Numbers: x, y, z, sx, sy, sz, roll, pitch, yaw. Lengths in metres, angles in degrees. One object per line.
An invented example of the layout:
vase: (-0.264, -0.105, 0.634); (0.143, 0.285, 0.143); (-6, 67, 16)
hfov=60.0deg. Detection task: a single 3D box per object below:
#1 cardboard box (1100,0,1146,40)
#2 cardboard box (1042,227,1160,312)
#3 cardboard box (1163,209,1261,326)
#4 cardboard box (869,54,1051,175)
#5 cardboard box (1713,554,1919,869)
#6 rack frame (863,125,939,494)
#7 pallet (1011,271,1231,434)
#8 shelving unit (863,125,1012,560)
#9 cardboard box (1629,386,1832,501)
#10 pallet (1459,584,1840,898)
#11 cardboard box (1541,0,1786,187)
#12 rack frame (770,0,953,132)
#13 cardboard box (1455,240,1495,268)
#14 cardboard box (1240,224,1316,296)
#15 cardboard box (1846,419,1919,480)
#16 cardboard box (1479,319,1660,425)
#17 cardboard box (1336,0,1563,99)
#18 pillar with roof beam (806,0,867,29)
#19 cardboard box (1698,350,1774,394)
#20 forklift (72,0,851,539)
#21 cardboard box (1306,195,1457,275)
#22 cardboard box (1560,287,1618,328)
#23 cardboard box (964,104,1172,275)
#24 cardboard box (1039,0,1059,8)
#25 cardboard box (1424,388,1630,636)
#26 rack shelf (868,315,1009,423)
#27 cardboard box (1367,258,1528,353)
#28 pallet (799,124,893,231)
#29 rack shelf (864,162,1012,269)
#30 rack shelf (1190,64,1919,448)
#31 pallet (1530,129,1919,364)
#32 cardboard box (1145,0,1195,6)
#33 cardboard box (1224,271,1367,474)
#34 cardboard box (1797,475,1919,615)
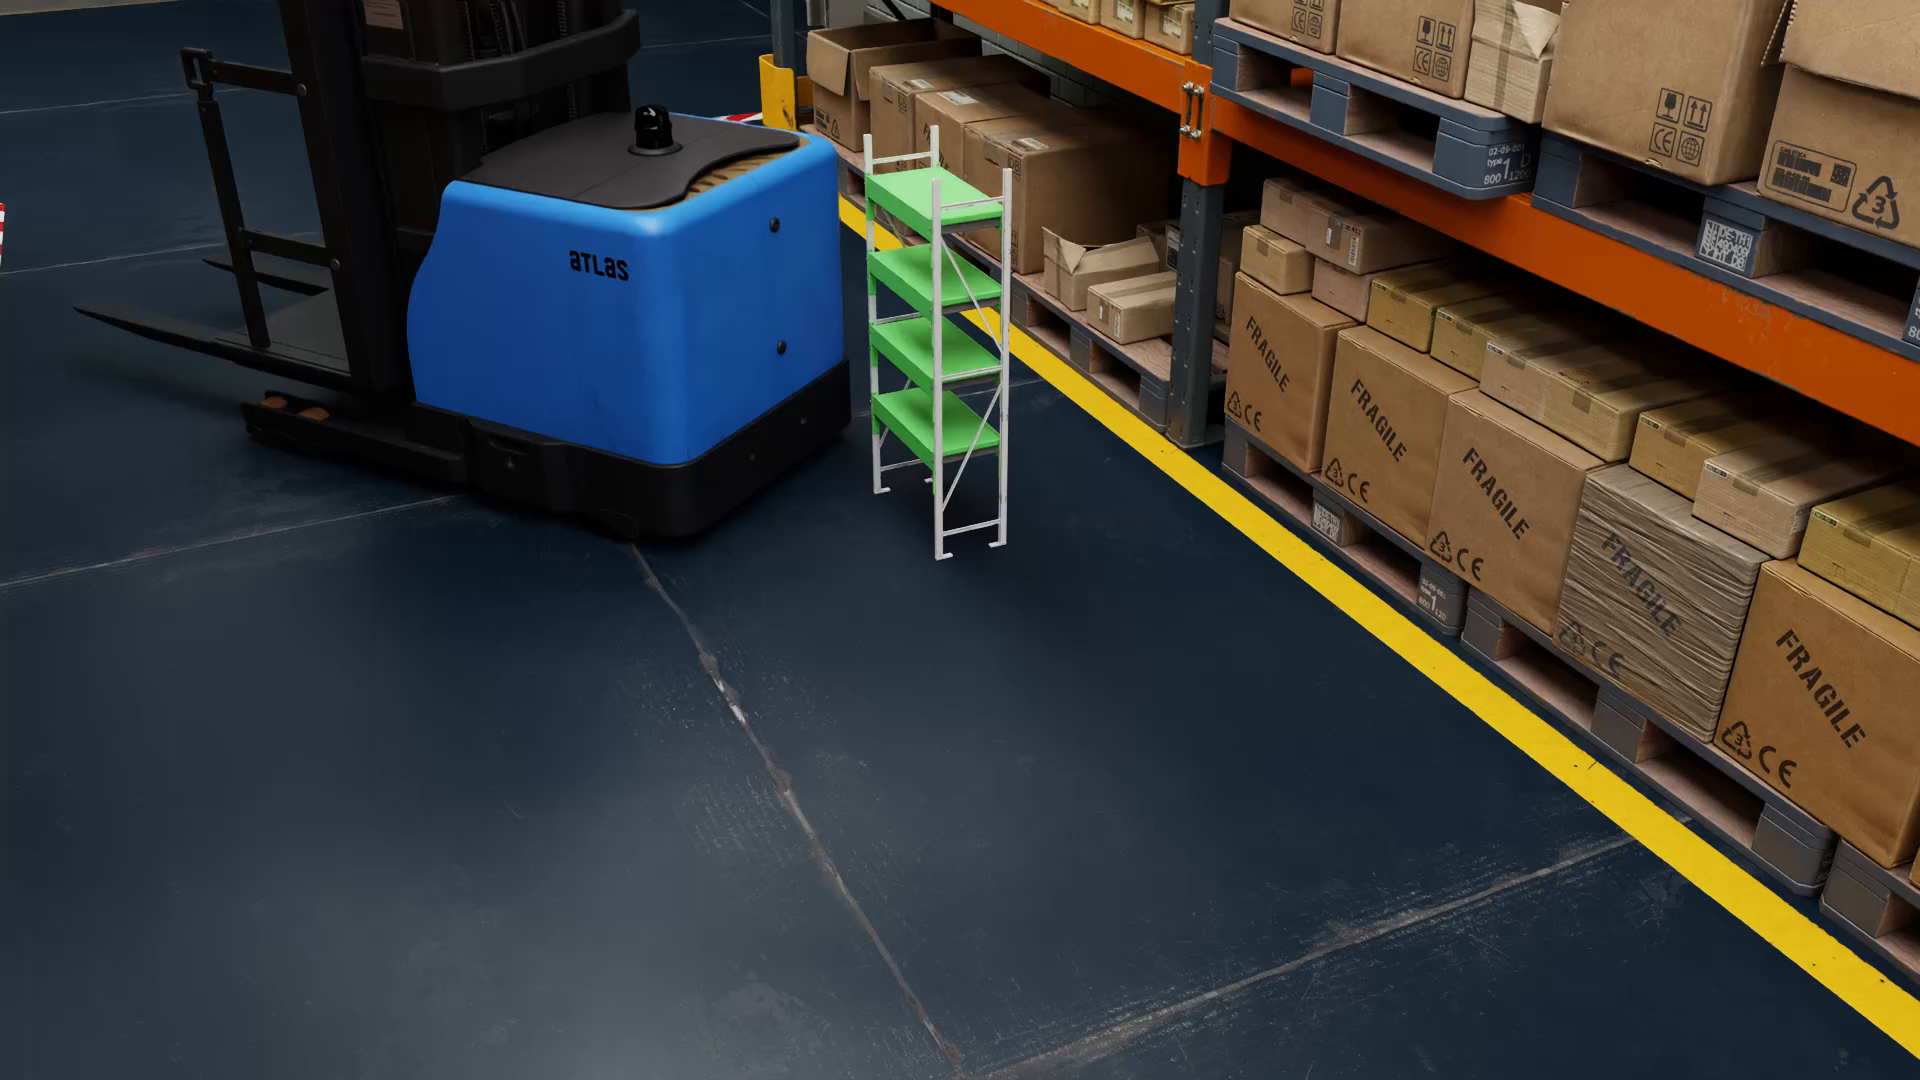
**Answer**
cardboard box: (0.708, -1.836, 5.714); (0.380, 0.149, 0.250); (-12, 32, -21)
cardboard box: (0.547, -1.080, 6.475); (0.396, 0.266, 0.258); (-12, 31, -20)
cardboard box: (1.134, -1.099, 6.463); (0.500, 0.311, 0.500); (-12, 31, -20)
cardboard box: (-0.004, -1.931, 7.754); (0.700, 0.500, 0.500); (-12, 31, -20)
cardboard box: (2.114, 0.331, 3.719); (0.500, 0.500, 0.500); (-12, 31, -20)
rack frame: (-0.176, -0.704, 5.279); (0.240, 1.200, 0.015); (-13, 32, -22)
pallet: (0.911, -0.835, 6.523); (1.003, 0.211, 1.213); (-13, 32, -22)
shelving unit: (-0.071, -0.596, 5.087); (0.258, 1.200, 0.503); (-13, 32, -22)
cardboard box: (1.878, -0.232, 4.060); (0.380, 0.149, 0.250); (-13, 32, -22)
pallet: (2.116, 0.360, 4.392); (1.003, 0.211, 1.213); (-13, 32, -22)
cardboard box: (1.769, -1.138, 3.681); (0.700, 0.500, 0.500); (-13, 32, -22)
rack frame: (-0.513, -3.514, 8.450); (1.000, 3.000, 0.127); (-13, 32, -22)
cardboard box: (1.741, -0.906, 5.262); (0.380, 0.149, 0.250); (-13, 32, -22)
cardboard box: (1.118, -0.909, 5.267); (0.380, 0.149, 0.250); (-12, 31, -20)
cardboard box: (2.376, -0.212, 4.024); (0.380, 0.149, 0.250); (-13, 32, -22)
cardboard box: (1.631, -0.455, 4.458); (0.380, 0.149, 0.250); (-13, 32, -22)
cardboard box: (1.433, -1.485, 4.299); (0.700, 0.500, 0.500); (-13, 32, -21)
pillar with roof beam: (-4.744, -6.607, 7.832); (9.100, 9.000, 0.400); (-13, 32, -22)
cardboard box: (2.217, -0.458, 4.464); (0.380, 0.149, 0.250); (-13, 32, -21)
forklift: (-1.929, -1.782, 5.431); (3.031, 2.935, 1.130); (15, 32, 24)
cardboard box: (1.273, -0.934, 5.007); (0.380, 0.149, 0.250); (-15, 32, -24)
cardboard box: (1.987, -0.693, 4.882); (0.380, 0.149, 0.250); (-15, 32, -24)
cardboard box: (0.442, -1.473, 6.936); (0.700, 0.500, 0.500); (-14, 32, -24)
cardboard box: (0.487, -2.067, 6.127); (0.380, 0.149, 0.250); (-12, 32, -21)
cardboard box: (1.657, -0.125, 4.532); (0.500, 0.500, 0.500); (-14, 32, -23)
rack shelf: (-0.071, -0.541, 5.118); (0.258, 0.148, 0.480); (-13, 32, -22)
cardboard box: (1.428, -0.692, 4.880); (0.380, 0.149, 0.250); (-15, 33, -25)
pallet: (-0.137, -1.912, 8.445); (1.003, 0.211, 1.213); (-13, 32, -22)
rack shelf: (-0.071, -0.959, 4.883); (0.258, 0.148, 0.480); (-13, 32, -22)
rack shelf: (2.063, -0.550, 3.900); (1.077, 0.370, 4.000); (-13, 32, -22)
pallet: (2.083, -0.755, 3.725); (1.003, 0.211, 1.213); (-13, 32, -22)
cardboard box: (0.766, -1.985, 5.573); (0.500, 0.250, 0.500); (-12, 32, -21)
cardboard box: (1.209, -0.579, 5.343); (0.500, 0.500, 0.500); (-12, 31, -20)
cardboard box: (2.083, 0.003, 3.641); (0.380, 0.149, 0.250); (-14, 32, -23)
